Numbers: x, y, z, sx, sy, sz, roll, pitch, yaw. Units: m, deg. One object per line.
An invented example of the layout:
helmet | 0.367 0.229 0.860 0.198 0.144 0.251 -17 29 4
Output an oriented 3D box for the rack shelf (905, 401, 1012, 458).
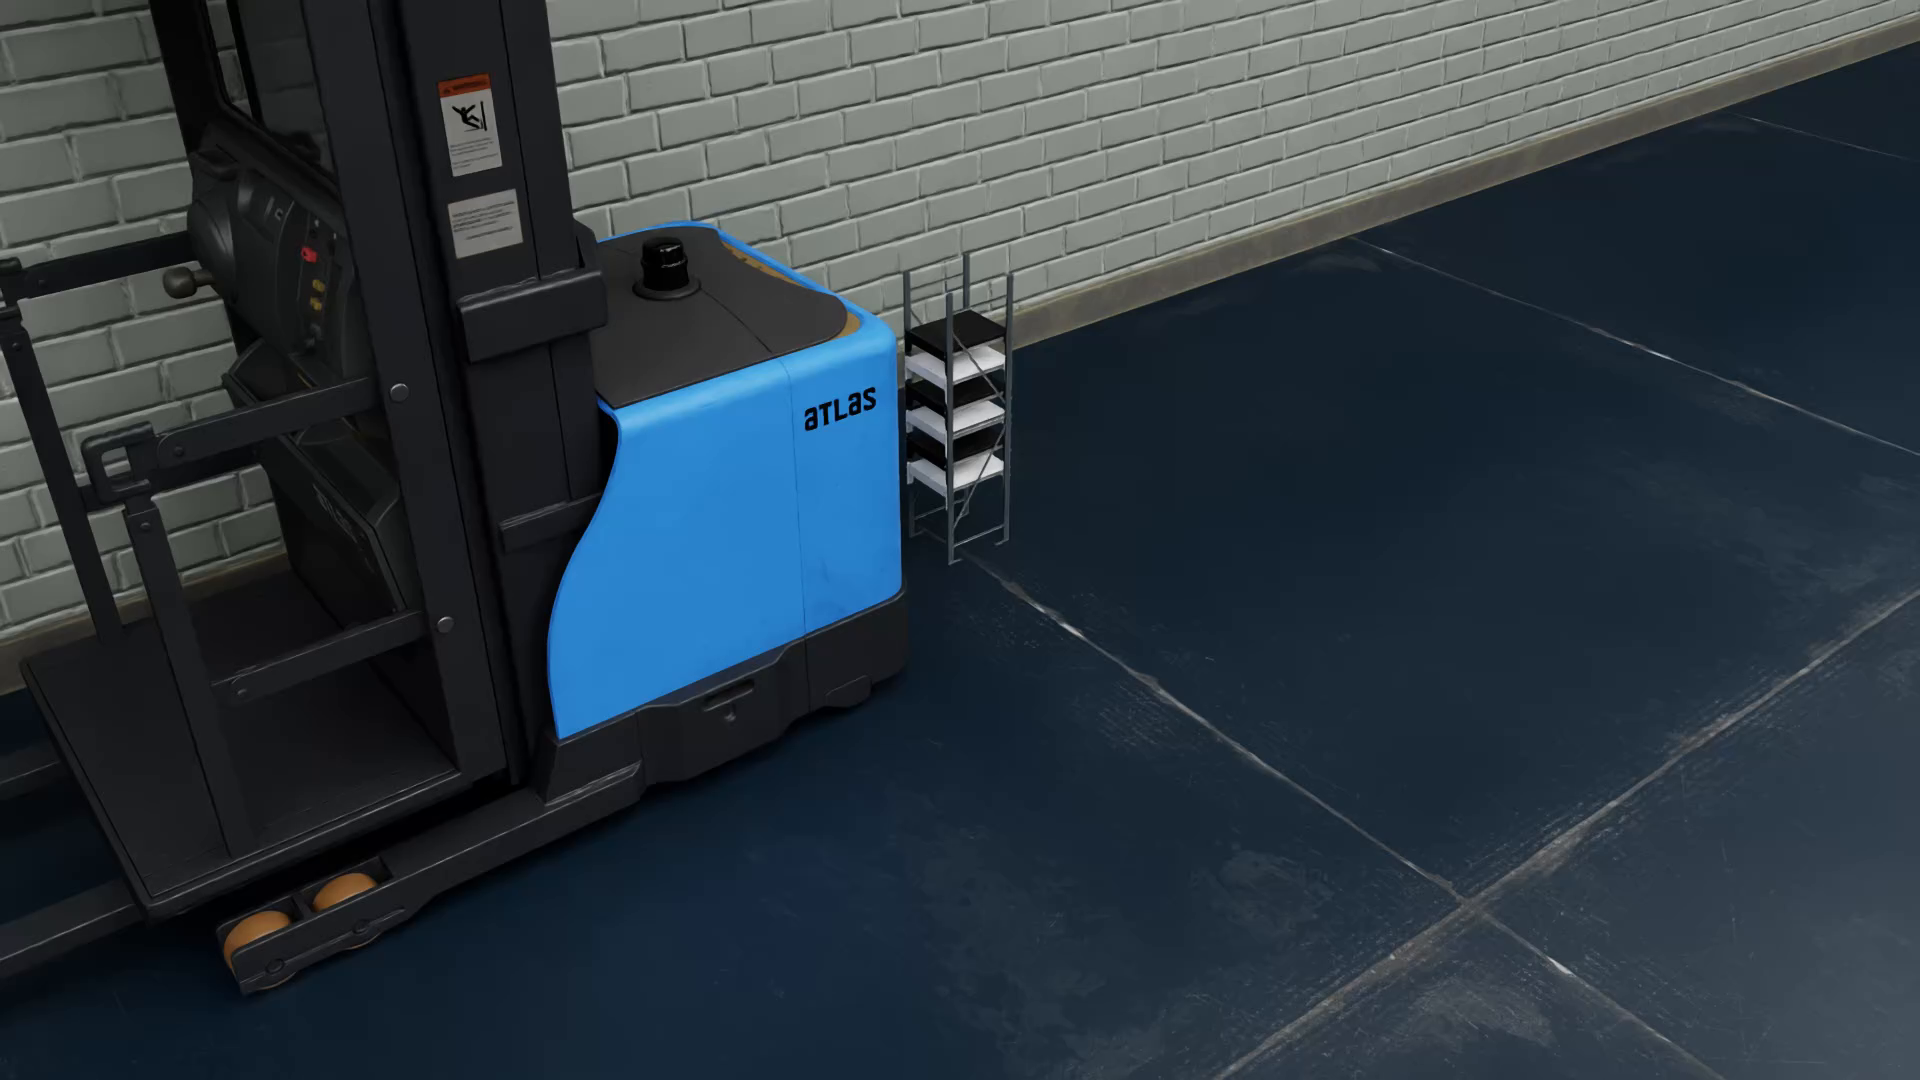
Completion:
rack shelf | -0.005 -0.357 5.036 0.258 0.077 0.200 -22 38 -31

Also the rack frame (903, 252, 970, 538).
rack frame | -0.067 -0.428 5.086 0.240 0.900 0.006 -22 38 -31

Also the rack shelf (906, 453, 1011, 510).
rack shelf | -0.005 -0.204 5.131 0.258 0.077 0.200 -22 38 -31

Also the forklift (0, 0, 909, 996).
forklift | -1.612 -0.574 3.397 3.031 2.935 1.130 -23 38 -32

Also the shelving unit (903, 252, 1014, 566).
shelving unit | -0.005 -0.386 5.018 0.258 0.900 0.210 -22 38 -31

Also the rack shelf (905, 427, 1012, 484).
rack shelf | -0.005 -0.281 5.083 0.258 0.077 0.200 -22 38 -31

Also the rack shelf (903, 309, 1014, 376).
rack shelf | -0.005 -0.587 4.893 0.258 0.077 0.200 -22 38 -31

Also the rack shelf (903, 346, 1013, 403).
rack shelf | -0.005 -0.510 4.941 0.258 0.077 0.200 -22 38 -31

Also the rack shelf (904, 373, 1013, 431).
rack shelf | -0.005 -0.434 4.988 0.258 0.077 0.200 -22 38 -31

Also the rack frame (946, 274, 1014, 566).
rack frame | 0.057 -0.343 4.950 0.240 0.900 0.006 -22 38 -31
